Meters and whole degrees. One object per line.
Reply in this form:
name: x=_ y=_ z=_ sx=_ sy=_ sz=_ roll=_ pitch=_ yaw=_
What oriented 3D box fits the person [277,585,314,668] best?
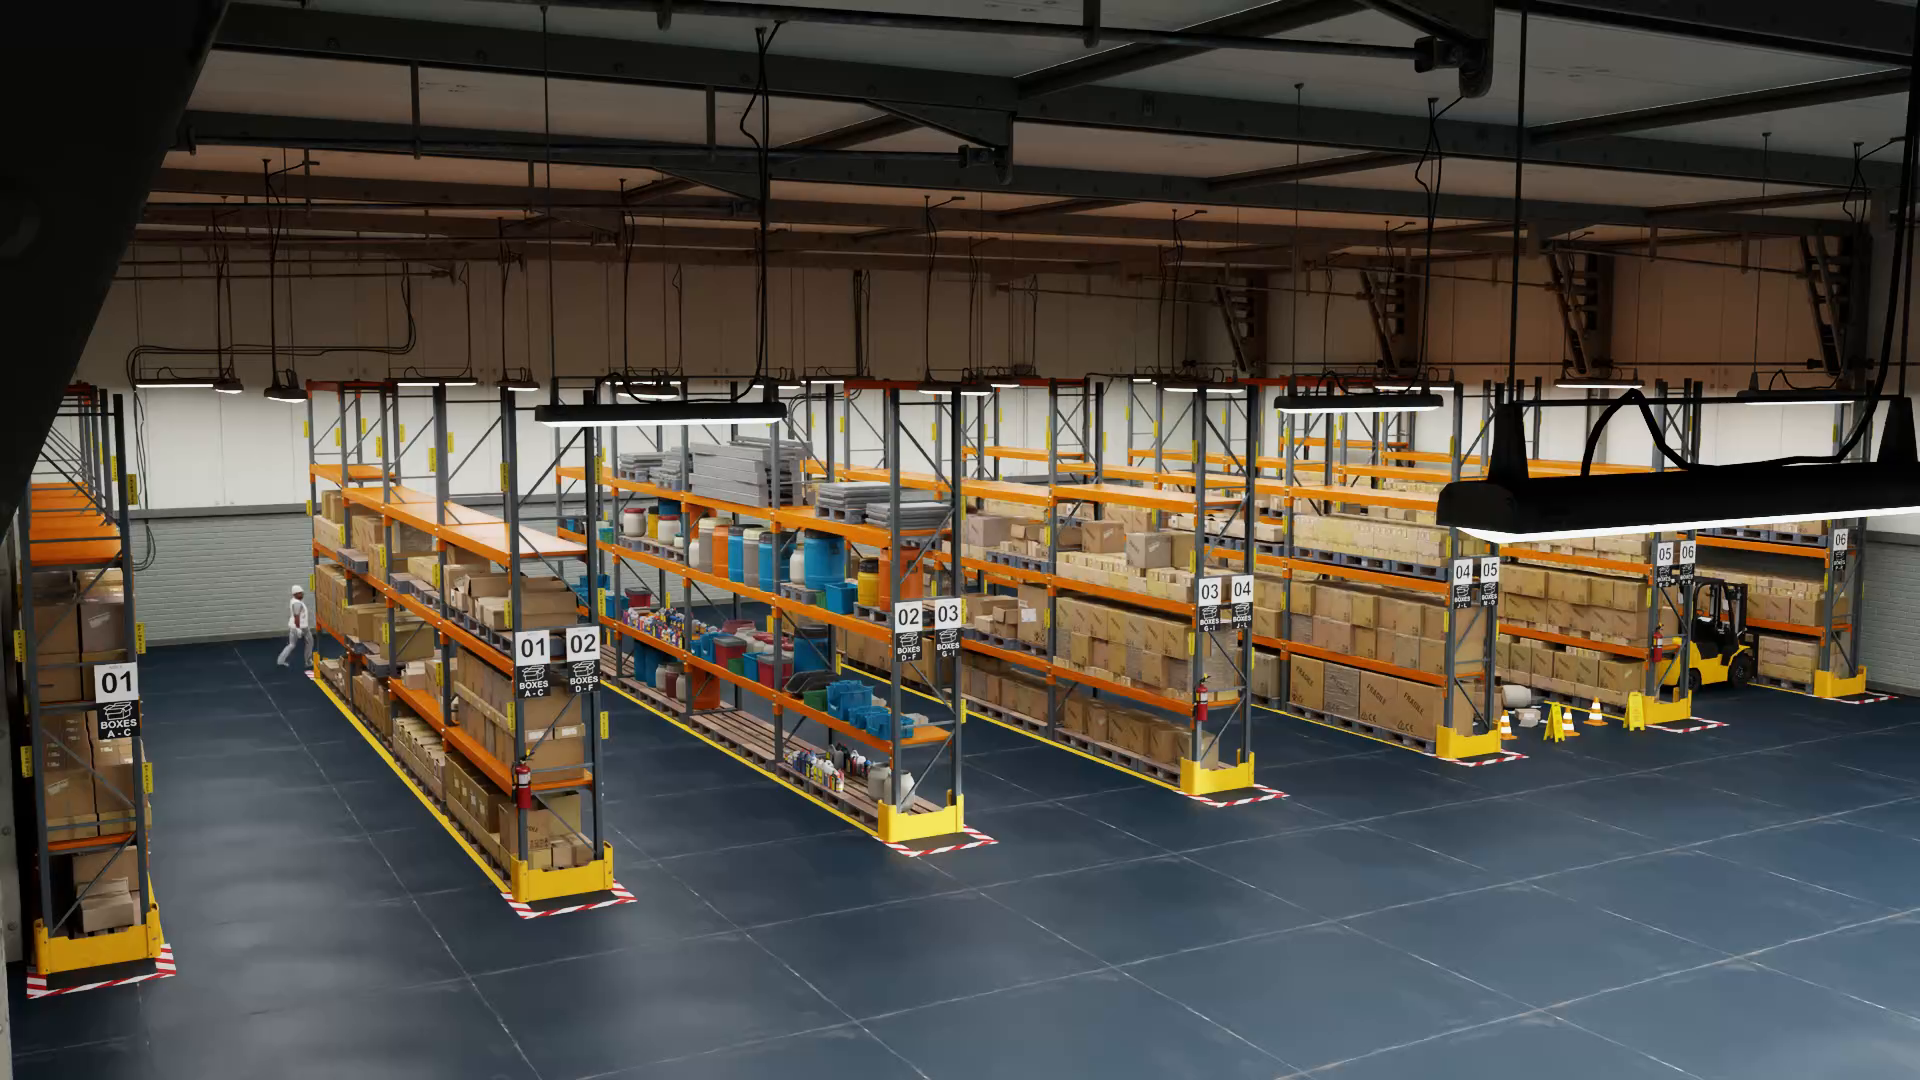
person: x=-13.694 y=1.800 z=34.394 sx=0.521 sy=1.748 sz=0.889 roll=4 pitch=7 yaw=32
